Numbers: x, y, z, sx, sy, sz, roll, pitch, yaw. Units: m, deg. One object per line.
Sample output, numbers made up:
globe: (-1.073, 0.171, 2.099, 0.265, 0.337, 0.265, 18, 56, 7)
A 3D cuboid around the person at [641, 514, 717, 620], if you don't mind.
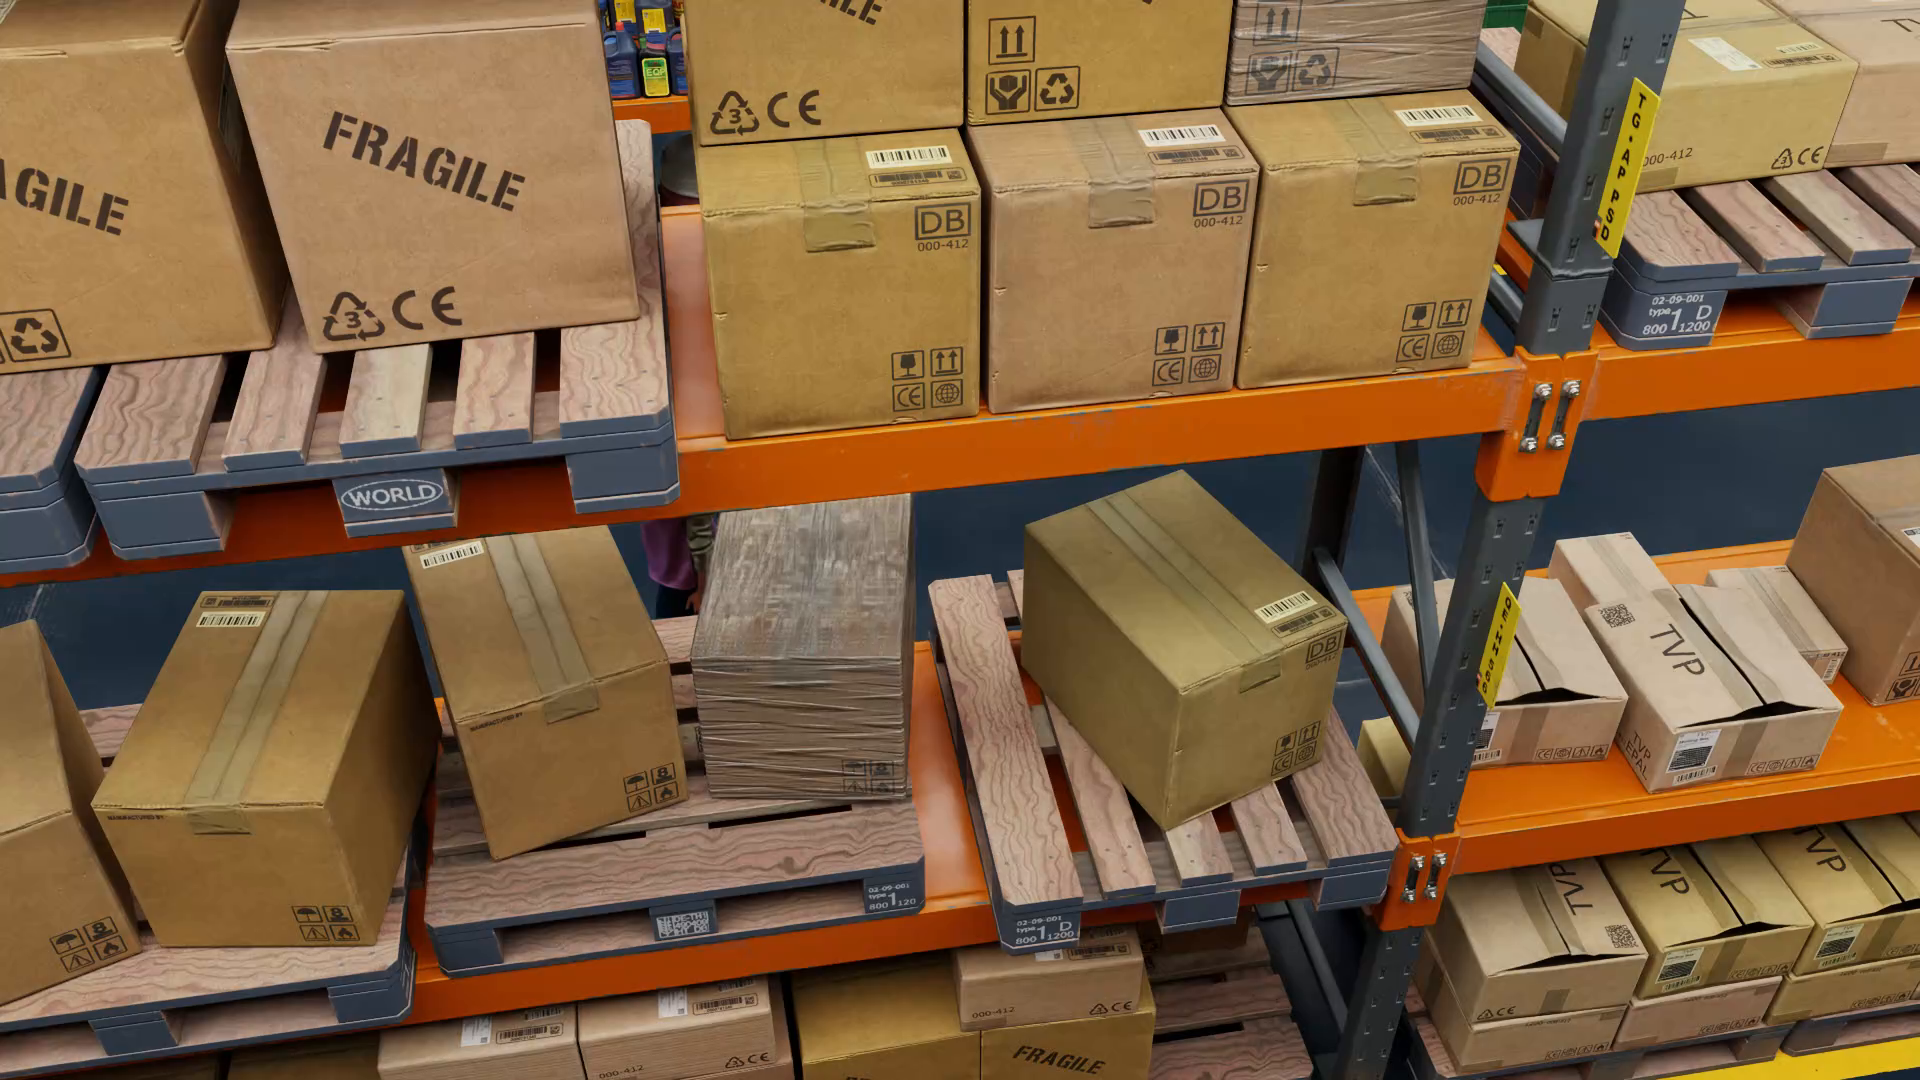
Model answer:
person: (-0.999, 0.071, 6.059, 0.671, 1.582, 0.430, -8, 40, -10)
